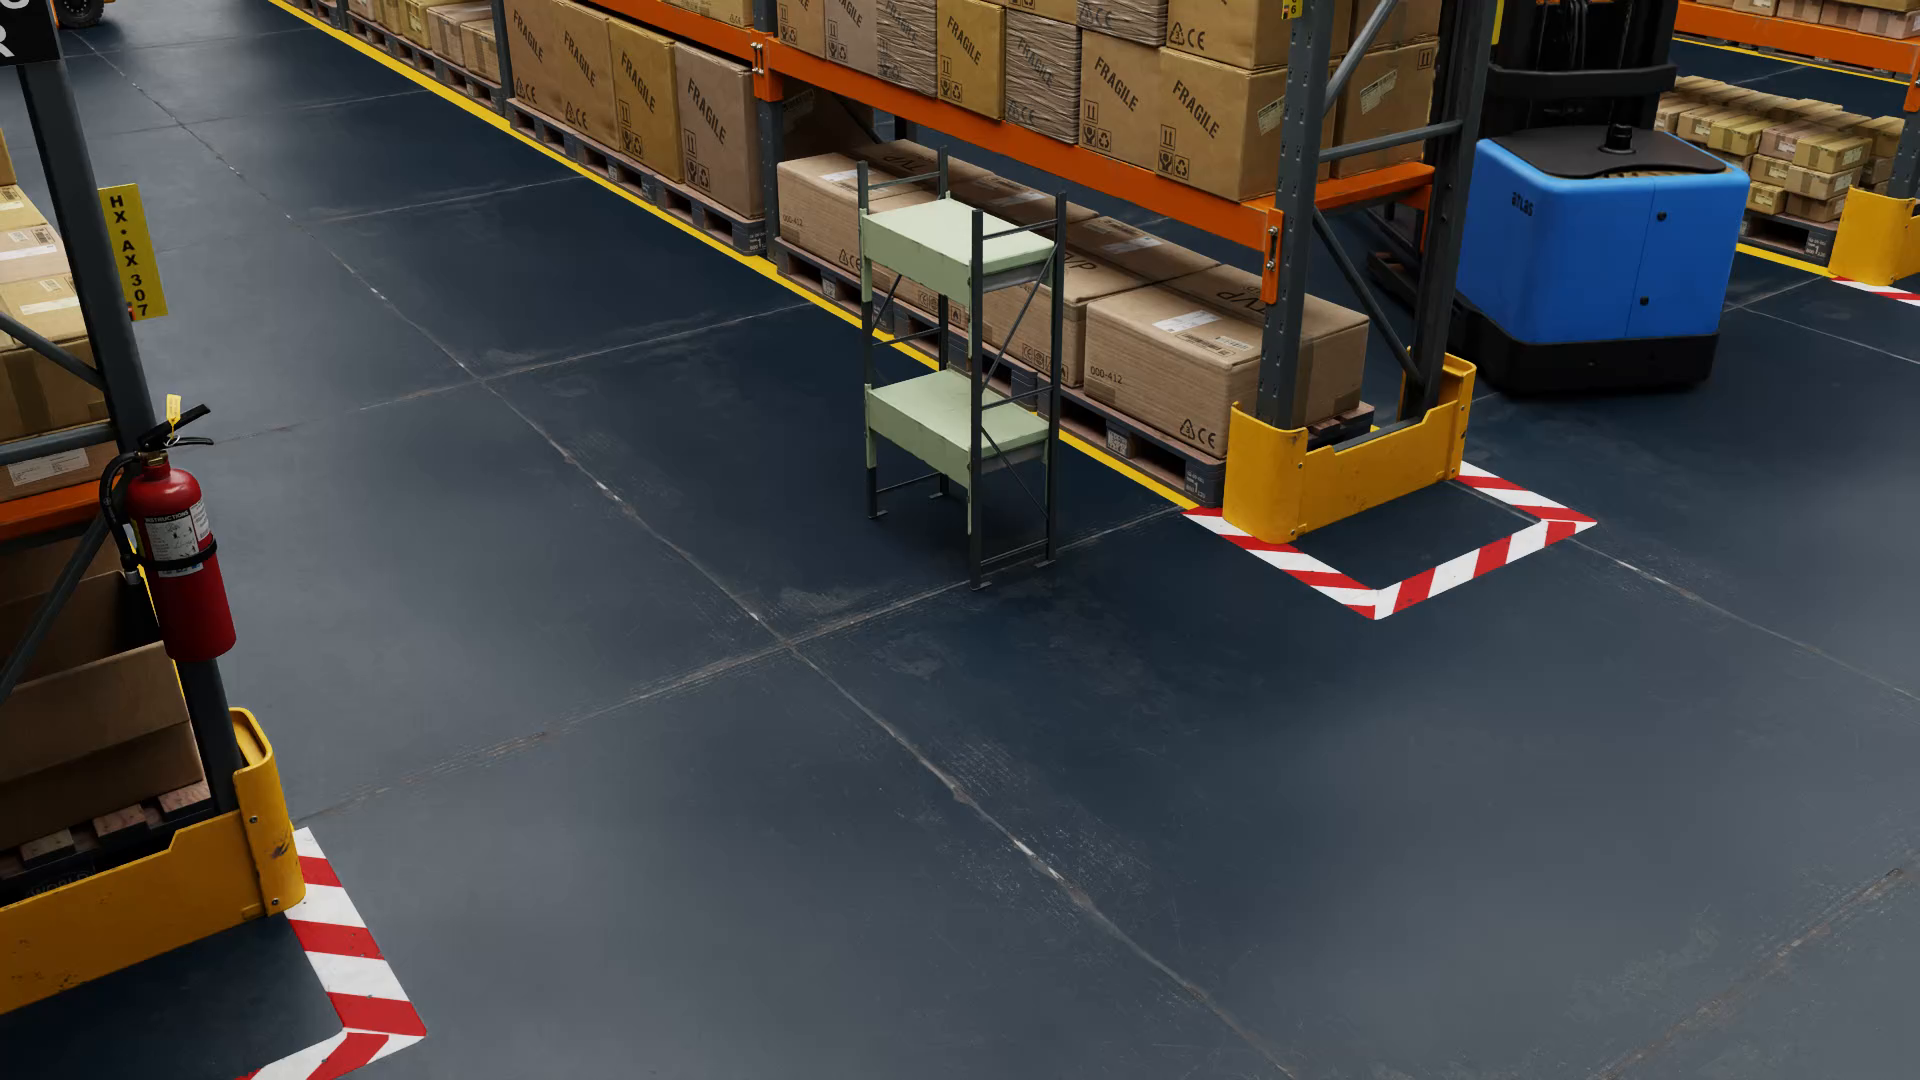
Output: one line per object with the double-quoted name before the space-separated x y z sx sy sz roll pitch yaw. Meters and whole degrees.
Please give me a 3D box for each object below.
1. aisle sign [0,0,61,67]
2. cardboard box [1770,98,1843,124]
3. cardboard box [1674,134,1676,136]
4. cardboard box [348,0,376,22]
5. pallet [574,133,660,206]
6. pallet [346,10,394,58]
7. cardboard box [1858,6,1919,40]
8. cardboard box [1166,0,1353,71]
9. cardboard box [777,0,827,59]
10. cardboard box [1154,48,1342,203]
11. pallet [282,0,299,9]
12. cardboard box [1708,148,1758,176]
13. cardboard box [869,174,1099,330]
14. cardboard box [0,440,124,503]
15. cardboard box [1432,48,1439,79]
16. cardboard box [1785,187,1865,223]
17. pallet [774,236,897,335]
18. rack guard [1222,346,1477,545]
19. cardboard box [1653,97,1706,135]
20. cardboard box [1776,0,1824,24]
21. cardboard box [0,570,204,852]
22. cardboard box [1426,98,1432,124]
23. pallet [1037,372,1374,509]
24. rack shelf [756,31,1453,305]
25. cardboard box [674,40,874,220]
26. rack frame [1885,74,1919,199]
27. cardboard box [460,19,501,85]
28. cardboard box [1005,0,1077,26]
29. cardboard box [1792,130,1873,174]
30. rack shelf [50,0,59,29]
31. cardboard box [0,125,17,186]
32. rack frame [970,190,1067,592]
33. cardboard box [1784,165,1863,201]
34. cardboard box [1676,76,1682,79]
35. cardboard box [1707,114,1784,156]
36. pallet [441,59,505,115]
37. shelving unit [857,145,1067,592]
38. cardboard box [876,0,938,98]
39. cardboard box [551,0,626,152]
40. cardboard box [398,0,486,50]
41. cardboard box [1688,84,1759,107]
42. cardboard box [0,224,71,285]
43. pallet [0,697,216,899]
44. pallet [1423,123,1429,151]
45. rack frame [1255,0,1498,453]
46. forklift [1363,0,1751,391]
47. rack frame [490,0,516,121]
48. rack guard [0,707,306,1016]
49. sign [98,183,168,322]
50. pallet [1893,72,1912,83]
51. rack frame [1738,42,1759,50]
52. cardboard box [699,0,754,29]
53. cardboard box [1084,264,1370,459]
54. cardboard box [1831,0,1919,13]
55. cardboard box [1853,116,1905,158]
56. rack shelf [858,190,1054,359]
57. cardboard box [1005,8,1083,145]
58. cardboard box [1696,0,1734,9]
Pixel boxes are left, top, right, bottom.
"aisle sign" -2.134 -1.346 3.362 0.394 0.787 0.004 -19 34 -31
"cardboard box" 5.275 -2.632 10.378 0.380 0.149 0.250 -19 34 -31
"cardboard box" 4.449 -2.522 10.486 0.380 0.149 0.250 -18 33 -30
"cardboard box" -5.026 -5.016 15.157 0.950 0.372 0.625 -18 33 -30
"pallet" -1.913 -2.608 11.331 1.003 0.211 1.213 -19 34 -31
"pallet" -4.880 -4.662 15.113 1.003 0.211 1.213 -19 34 -31
"cardboard box" 5.182 -2.872 9.159 0.380 0.149 0.250 -19 34 -31
"cardboard box" 1.154 -2.129 6.375 0.500 0.500 0.500 -18 33 -29
"cardboard box" -0.633 -2.868 8.784 0.500 0.500 0.500 -18 33 -29
"cardboard box" 1.133 -1.683 6.600 0.500 0.500 0.500 -19 34 -30
"pallet" -6.463 -5.690 17.006 1.003 0.211 1.213 -19 34 -31
"cardboard box" 4.760 -2.324 10.122 0.380 0.149 0.250 -20 35 -33
"cardboard box" 0.104 -1.516 8.644 0.875 0.438 0.875 -20 34 -32
"cardboard box" -2.380 -0.242 4.316 0.380 0.149 0.250 -19 34 -31
"cardboard box" 3.424 -3.367 11.731 0.380 0.149 0.250 -17 33 -28
"cardboard box" 5.126 -2.013 9.860 0.380 0.149 0.250 -18 33 -30
"pallet" -0.315 -1.537 9.359 1.003 0.211 1.213 -19 34 -31
"rack guard" 1.642 -0.417 6.993 1.175 0.500 0.348 -19 34 -31
"cardboard box" 4.436 -2.649 10.409 0.380 0.149 0.250 -17 33 -29
"cardboard box" 4.911 -3.073 9.528 0.380 0.149 0.250 -19 34 -31
"cardboard box" -2.691 0.500 4.863 0.797 0.503 0.637 -20 34 -33
"cardboard box" 3.385 -3.087 11.838 0.380 0.149 0.250 -18 33 -29
"pallet" 1.100 -0.588 7.612 1.003 0.211 1.213 -19 34 -31
"rack shelf" 0.468 -1.986 8.017 1.077 0.370 4.000 -19 34 -31
"cardboard box" -1.117 -2.549 10.087 0.875 0.875 0.875 -18 33 -29
"rack frame" 5.602 -2.934 9.009 1.000 3.000 0.127 -19 34 -31
"cardboard box" -3.332 -3.887 13.077 0.950 0.372 0.625 -21 35 -34
"cardboard box" 0.543 -2.517 7.090 0.500 0.500 0.500 -19 34 -31
"cardboard box" 5.088 -2.263 9.697 0.380 0.149 0.250 -18 33 -30
"rack shelf" -3.573 -1.928 4.769 1.077 0.370 4.000 -19 34 -31
"cardboard box" -3.327 -1.377 5.203 0.500 0.500 0.500 -18 33 -29
"rack frame" 0.208 -0.519 6.135 0.400 1.500 0.023 -19 34 -31
"cardboard box" 5.063 -2.123 9.751 0.380 0.149 0.250 -20 34 -32
"cardboard box" 4.571 -3.002 11.059 0.380 0.149 0.250 -19 34 -31
"cardboard box" 4.735 -2.442 10.027 0.380 0.149 0.250 -20 34 -32
"pallet" -3.465 -3.713 13.366 1.003 0.211 1.213 -19 34 -31
"shelving unit" -0.004 -0.662 6.397 0.431 1.500 0.755 -19 34 -31
"cardboard box" -0.062 -2.477 8.062 0.500 0.500 0.500 -19 34 -30
"cardboard box" -2.166 -3.246 11.370 0.875 0.875 0.875 -18 33 -30
"cardboard box" -4.202 -4.468 14.147 0.950 0.372 0.625 -18 33 -29
"cardboard box" 4.910 -2.816 10.716 0.380 0.149 0.250 -17 33 -29
"cardboard box" -2.750 -0.661 4.669 0.500 0.250 0.500 -18 33 -30
"pallet" -2.920 0.737 5.171 1.003 0.211 1.213 -19 34 -31
"pallet" 3.700 -3.012 12.076 1.003 0.211 1.213 -19 34 -31
"rack frame" 1.628 -1.524 6.414 1.000 3.000 0.127 -19 34 -31
"forklift" 2.923 -2.674 8.602 1.130 2.935 3.031 -4 29 -7
"rack frame" -3.012 -4.634 12.141 1.000 3.000 0.127 -19 34 -31
"rack guard" -2.457 0.920 4.532 1.175 0.500 0.348 -19 34 -31
"sign" -1.971 -0.680 3.951 0.100 0.325 0.005 -19 34 -31
"pallet" 8.469 -3.805 13.536 1.003 0.211 1.213 -19 34 -31
"rack frame" 7.380 -5.823 14.329 1.000 3.000 0.127 -19 34 -31
"cardboard box" -1.158 -3.118 9.506 0.500 0.250 0.500 -20 34 -32
"cardboard box" 1.164 -0.812 7.347 0.875 0.438 0.875 -20 34 -32
"cardboard box" 5.131 -3.212 9.105 0.500 0.500 0.500 -18 33 -30
"cardboard box" 5.574 -2.425 9.996 0.380 0.149 0.250 -21 35 -33
"rack shelf" -0.004 -1.005 6.211 0.431 0.370 0.720 -19 34 -31
"cardboard box" 0.547 -2.079 7.331 0.500 0.500 0.500 -18 33 -29
"cardboard box" 4.615 -3.276 9.902 0.380 0.149 0.250 -20 35 -33
